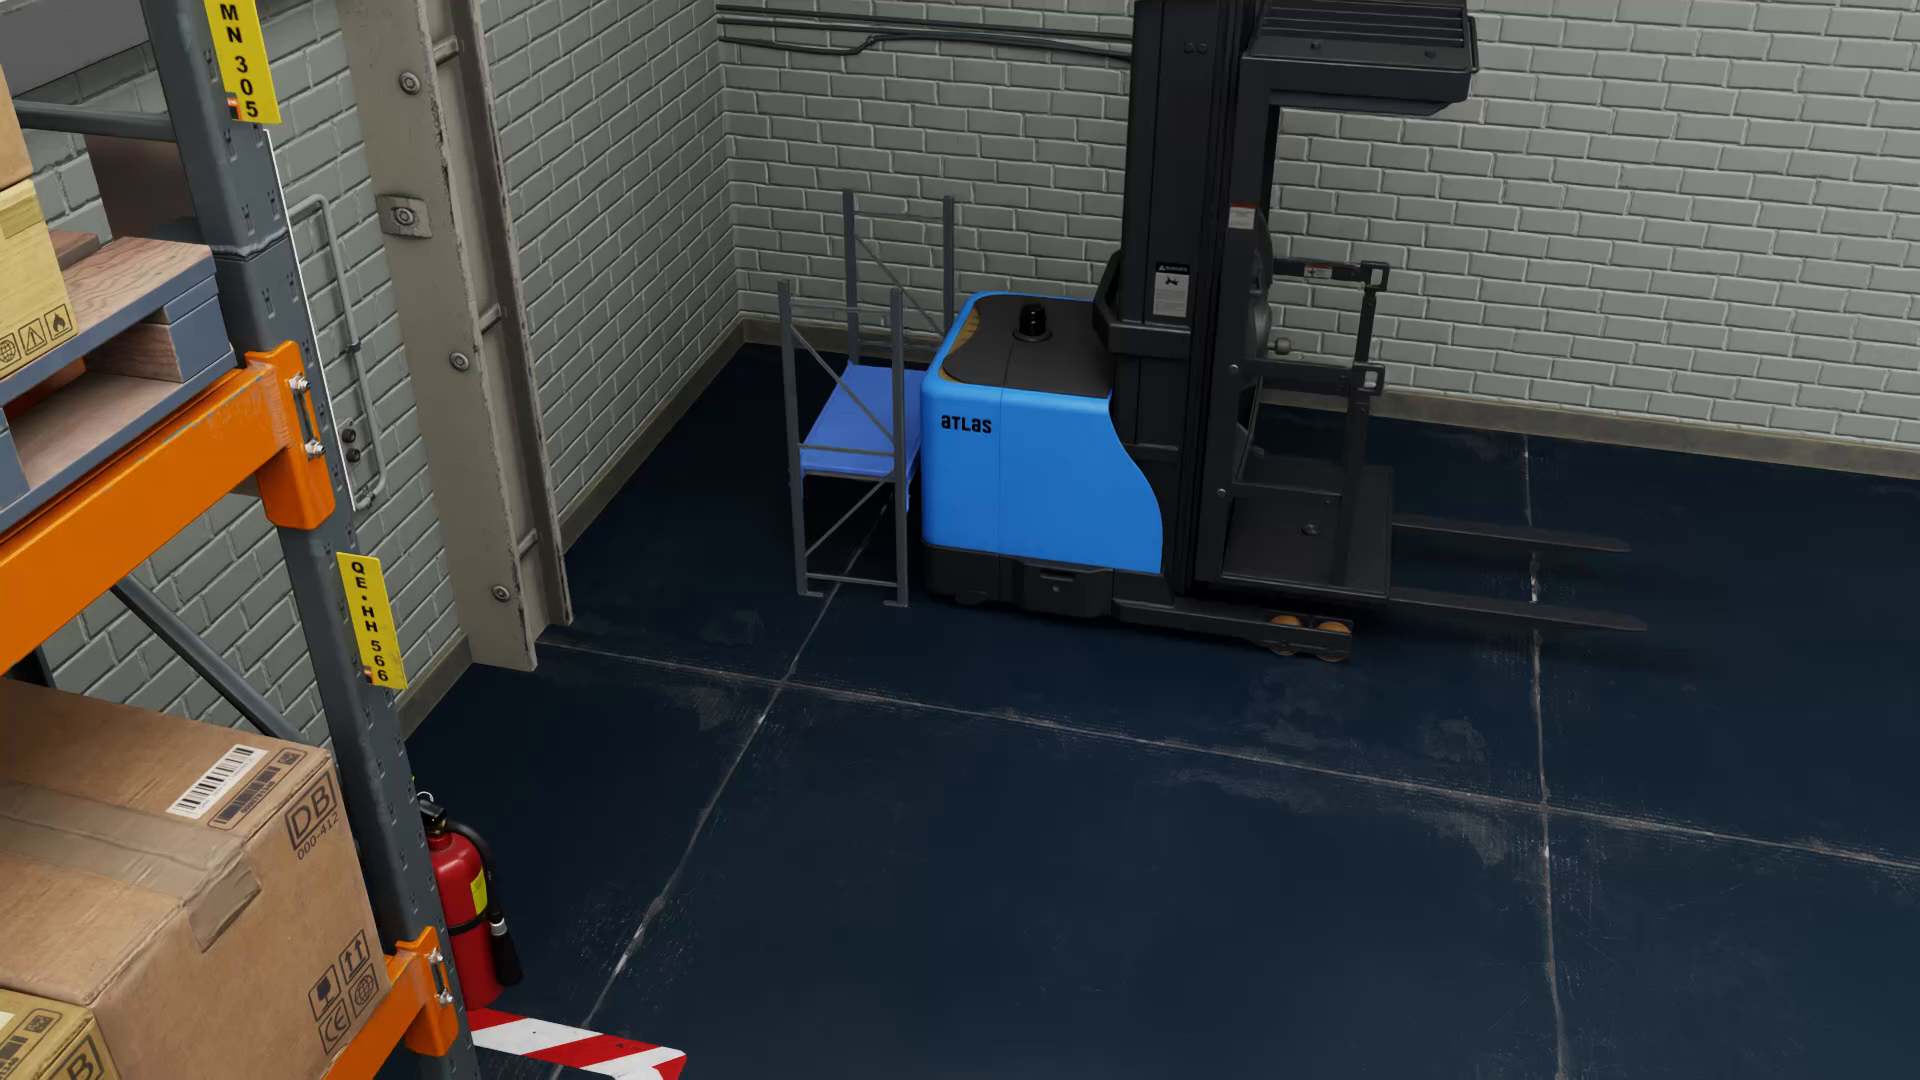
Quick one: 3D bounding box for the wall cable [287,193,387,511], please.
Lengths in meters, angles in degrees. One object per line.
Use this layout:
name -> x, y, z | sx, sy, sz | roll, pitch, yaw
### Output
wall cable -> -2.311, -0.546, 4.866 | 0.084, 1.984, 1.851 | 8, 33, 12

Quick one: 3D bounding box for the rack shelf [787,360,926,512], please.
rack shelf -> -0.374, -0.486, 7.451 | 0.538, 0.185, 1.000 | 6, 33, 9

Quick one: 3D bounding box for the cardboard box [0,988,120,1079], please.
cardboard box -> -2.014, 1.194, 2.796 | 0.980, 0.700, 0.700 | 8, 33, 12

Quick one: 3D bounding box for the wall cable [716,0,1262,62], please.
wall cable -> 0.060, -3.432, 7.655 | 3.097, 2.526, 0.112 | 8, 33, 12

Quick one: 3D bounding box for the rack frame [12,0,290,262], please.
rack frame -> -1.721, -1.856, 2.281 | 1.000, 3.000, 0.127 | 8, 33, 12

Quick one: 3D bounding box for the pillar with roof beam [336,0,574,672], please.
pillar with roof beam -> 2.292, -2.789, 3.749 | 9.100, 9.000, 0.400 | 8, 33, 12

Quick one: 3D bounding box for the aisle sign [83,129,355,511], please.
aisle sign -> -1.412, -0.418, 3.188 | 0.394, 0.787, 0.004 | 8, 33, 12

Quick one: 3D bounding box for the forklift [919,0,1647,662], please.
forklift -> 1.394, -1.043, 6.659 | 3.031, 2.935, 1.130 | 7, 33, 11

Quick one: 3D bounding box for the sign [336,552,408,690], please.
sign -> -1.199, 0.168, 3.389 | 0.100, 0.325, 0.005 | 8, 33, 12

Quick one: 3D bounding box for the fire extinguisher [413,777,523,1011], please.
fire extinguisher -> -1.236, 0.850, 4.036 | 0.296, 0.674, 0.183 | 8, 33, 12

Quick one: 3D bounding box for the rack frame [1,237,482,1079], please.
rack frame -> -1.721, 0.676, 3.891 | 1.000, 3.000, 0.127 | 8, 33, 12

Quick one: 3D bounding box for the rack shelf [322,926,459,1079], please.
rack shelf -> -2.228, 2.017, 2.451 | 1.077, 0.370, 4.000 | 8, 33, 12

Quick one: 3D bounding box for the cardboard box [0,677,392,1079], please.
cardboard box -> -1.841, 0.815, 3.392 | 0.980, 0.700, 0.700 | 10, 34, 15

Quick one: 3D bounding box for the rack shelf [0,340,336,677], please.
rack shelf -> -2.228, 0.752, 1.647 | 1.077, 0.370, 4.000 | 8, 33, 12

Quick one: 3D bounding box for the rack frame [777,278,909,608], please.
rack frame -> -0.473, -0.370, 6.934 | 0.500, 1.500, 0.032 | 6, 33, 9

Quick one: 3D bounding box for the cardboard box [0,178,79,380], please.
cardboard box -> -1.650, -0.330, 2.332 | 0.500, 0.250, 0.500 | 9, 34, 14

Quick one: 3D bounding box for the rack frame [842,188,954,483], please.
rack frame -> -0.275, -0.905, 7.776 | 0.500, 1.500, 0.032 | 6, 33, 9

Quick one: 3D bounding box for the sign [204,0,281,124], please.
sign -> -1.199, -0.849, 2.742 | 0.100, 0.325, 0.005 | 8, 33, 12

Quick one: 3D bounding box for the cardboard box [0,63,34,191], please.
cardboard box -> -1.643, -0.646, 2.130 | 0.500, 0.500, 0.500 | 8, 33, 12

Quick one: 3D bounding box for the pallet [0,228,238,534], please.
pallet -> -1.899, -0.166, 2.502 | 1.003, 0.211, 1.213 | 8, 33, 12

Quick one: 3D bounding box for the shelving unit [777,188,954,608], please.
shelving unit -> -0.374, -0.638, 7.355 | 0.538, 1.500, 1.048 | 6, 33, 9
